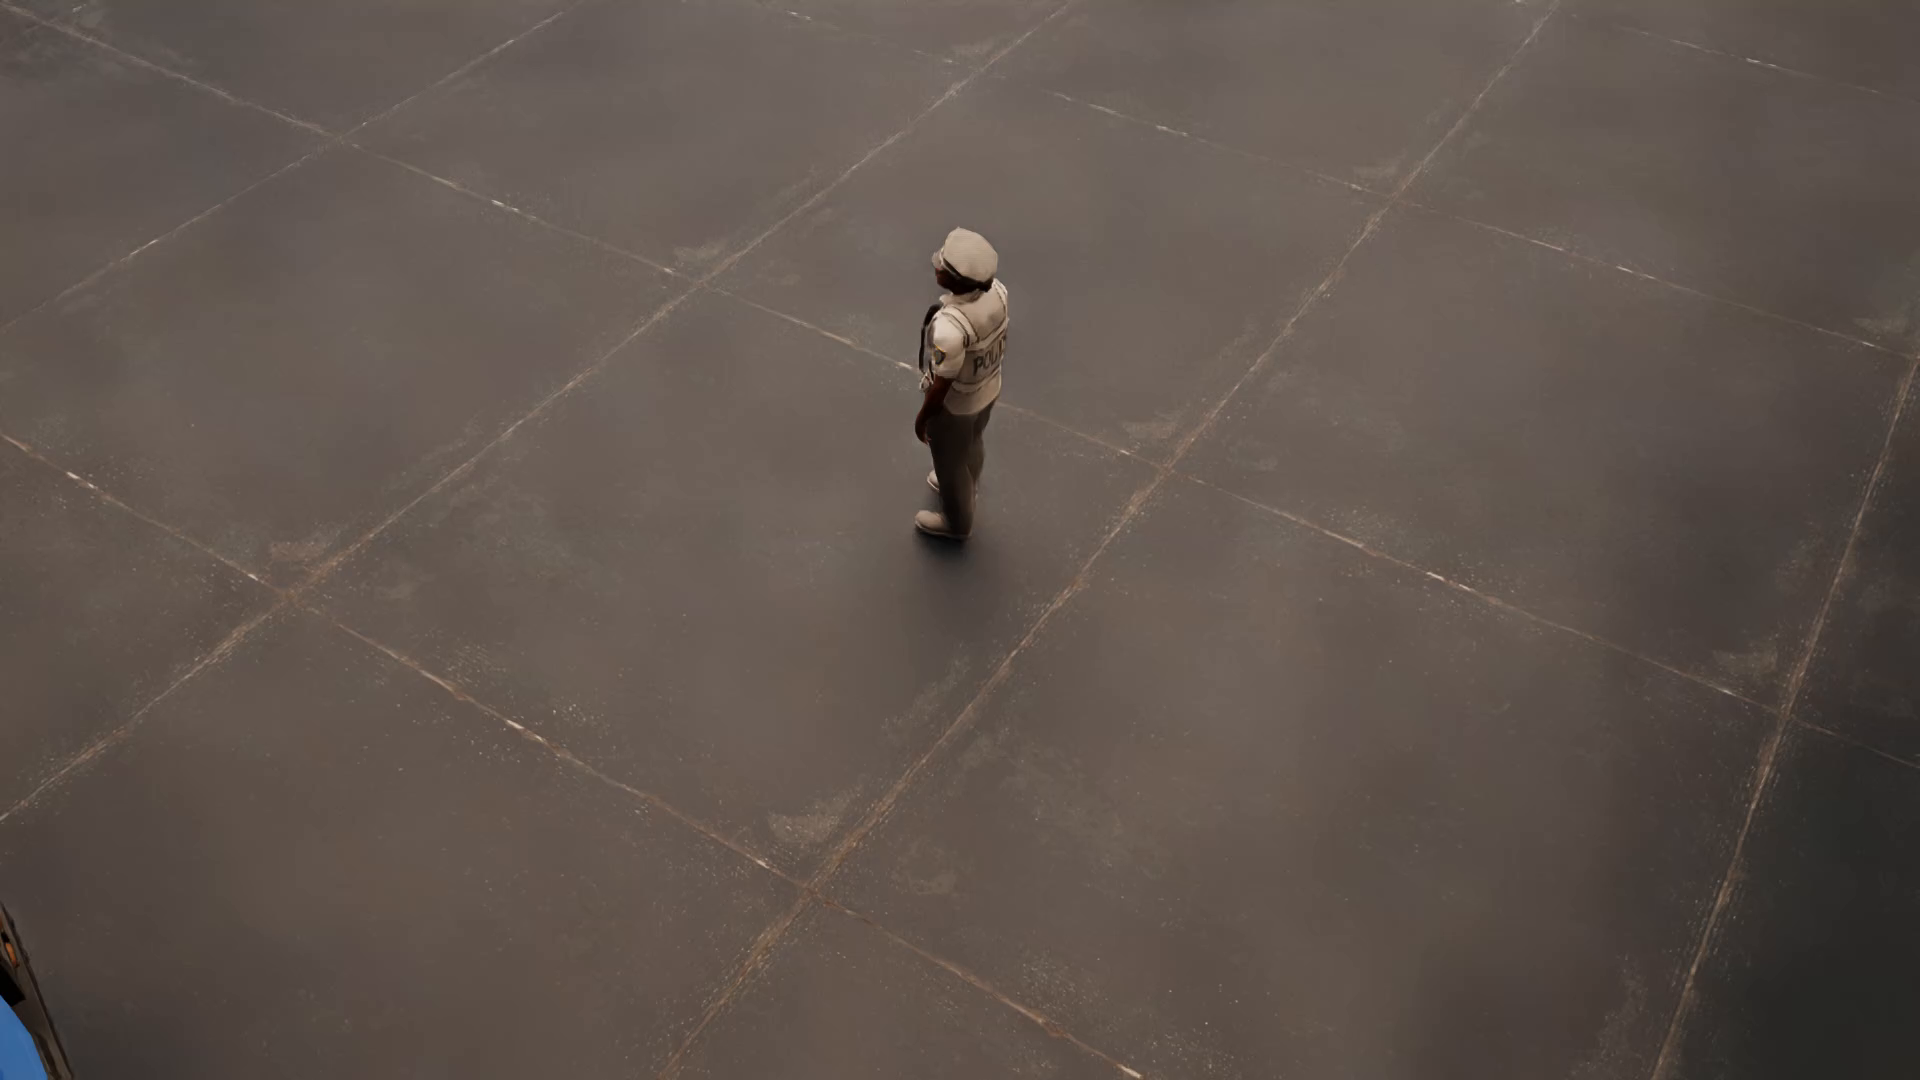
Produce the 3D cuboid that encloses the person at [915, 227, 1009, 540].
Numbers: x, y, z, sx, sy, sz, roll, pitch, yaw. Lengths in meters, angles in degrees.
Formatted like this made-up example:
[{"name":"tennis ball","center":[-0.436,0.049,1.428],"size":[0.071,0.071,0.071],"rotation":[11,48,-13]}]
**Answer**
[{"name":"person","center":[-0.052,-0.688,7.404],"size":[0.529,1.695,0.570],"rotation":[24,48,23]}]
